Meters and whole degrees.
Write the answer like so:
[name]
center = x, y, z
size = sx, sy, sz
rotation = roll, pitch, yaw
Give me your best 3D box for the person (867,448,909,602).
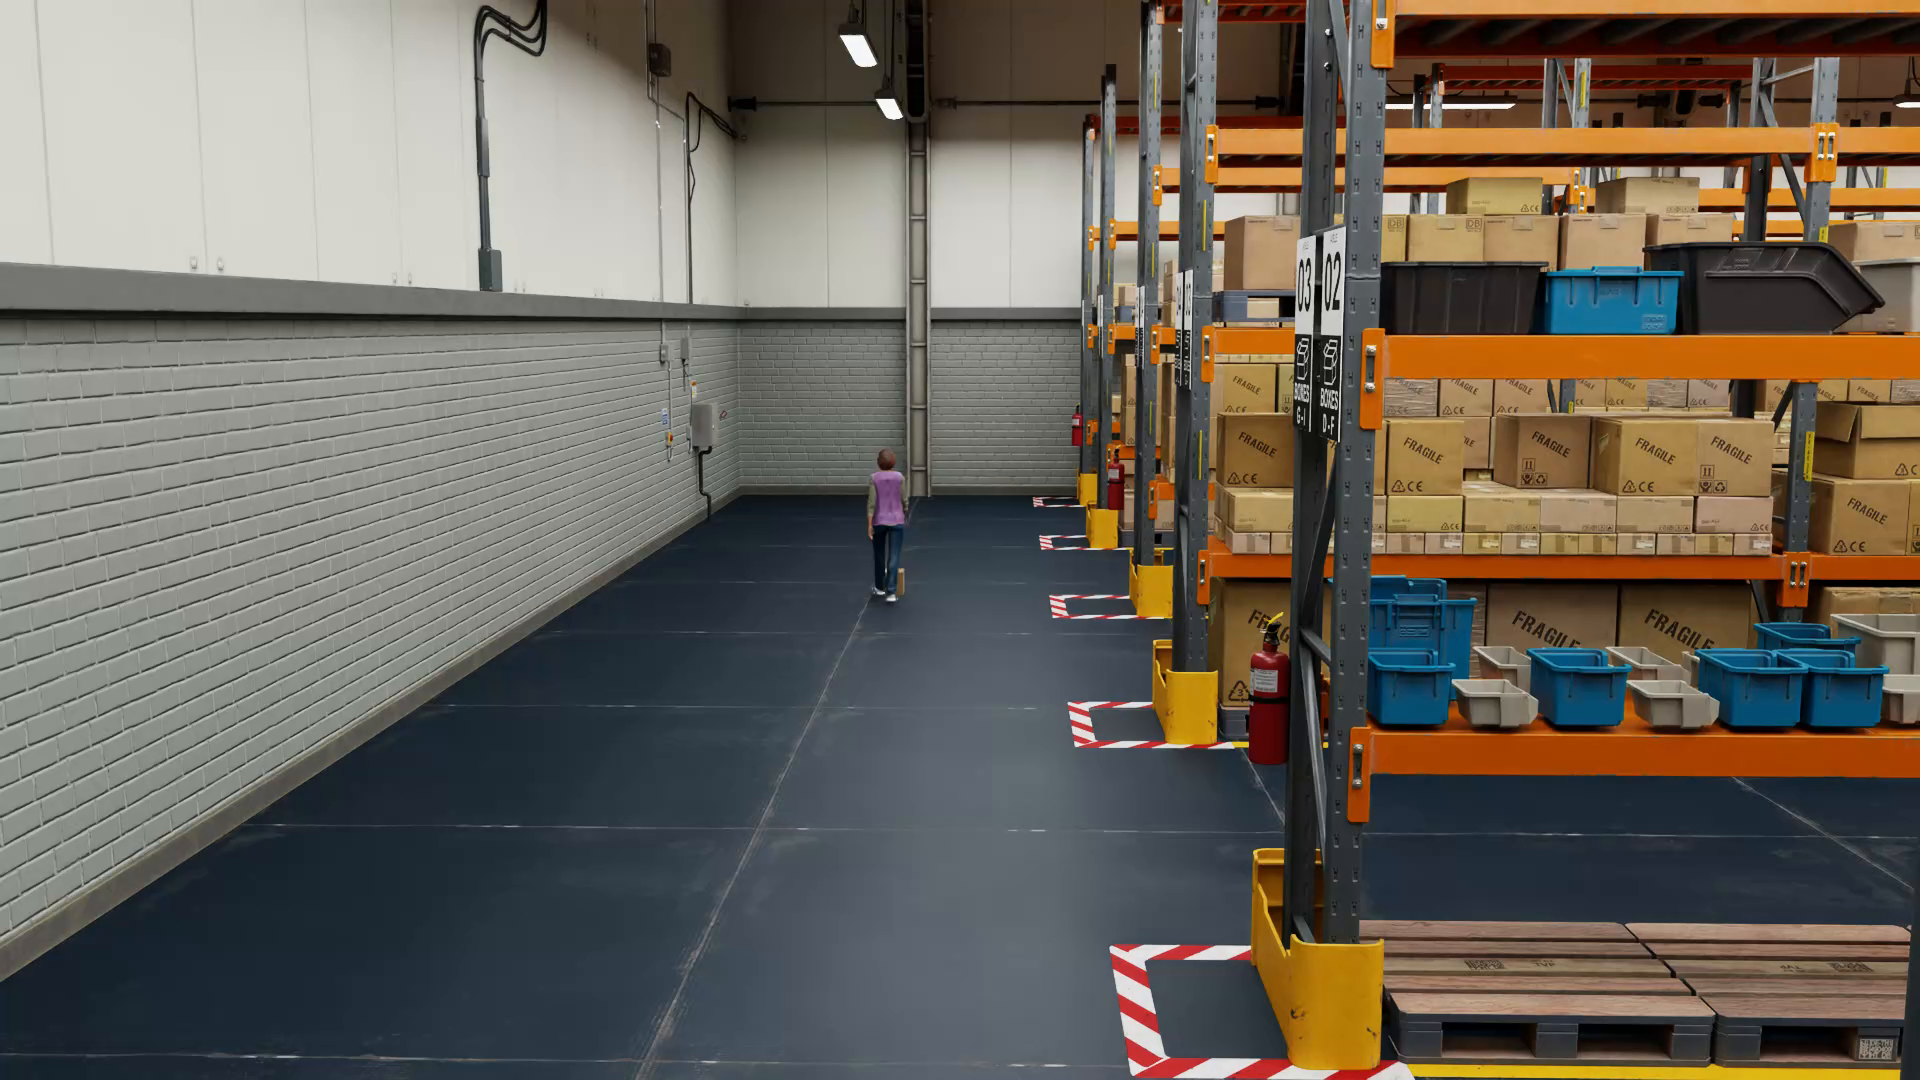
[person]
center = -0.730, -0.164, 17.127
size = 0.425, 1.548, 0.838
rotation = 0, 7, 2
